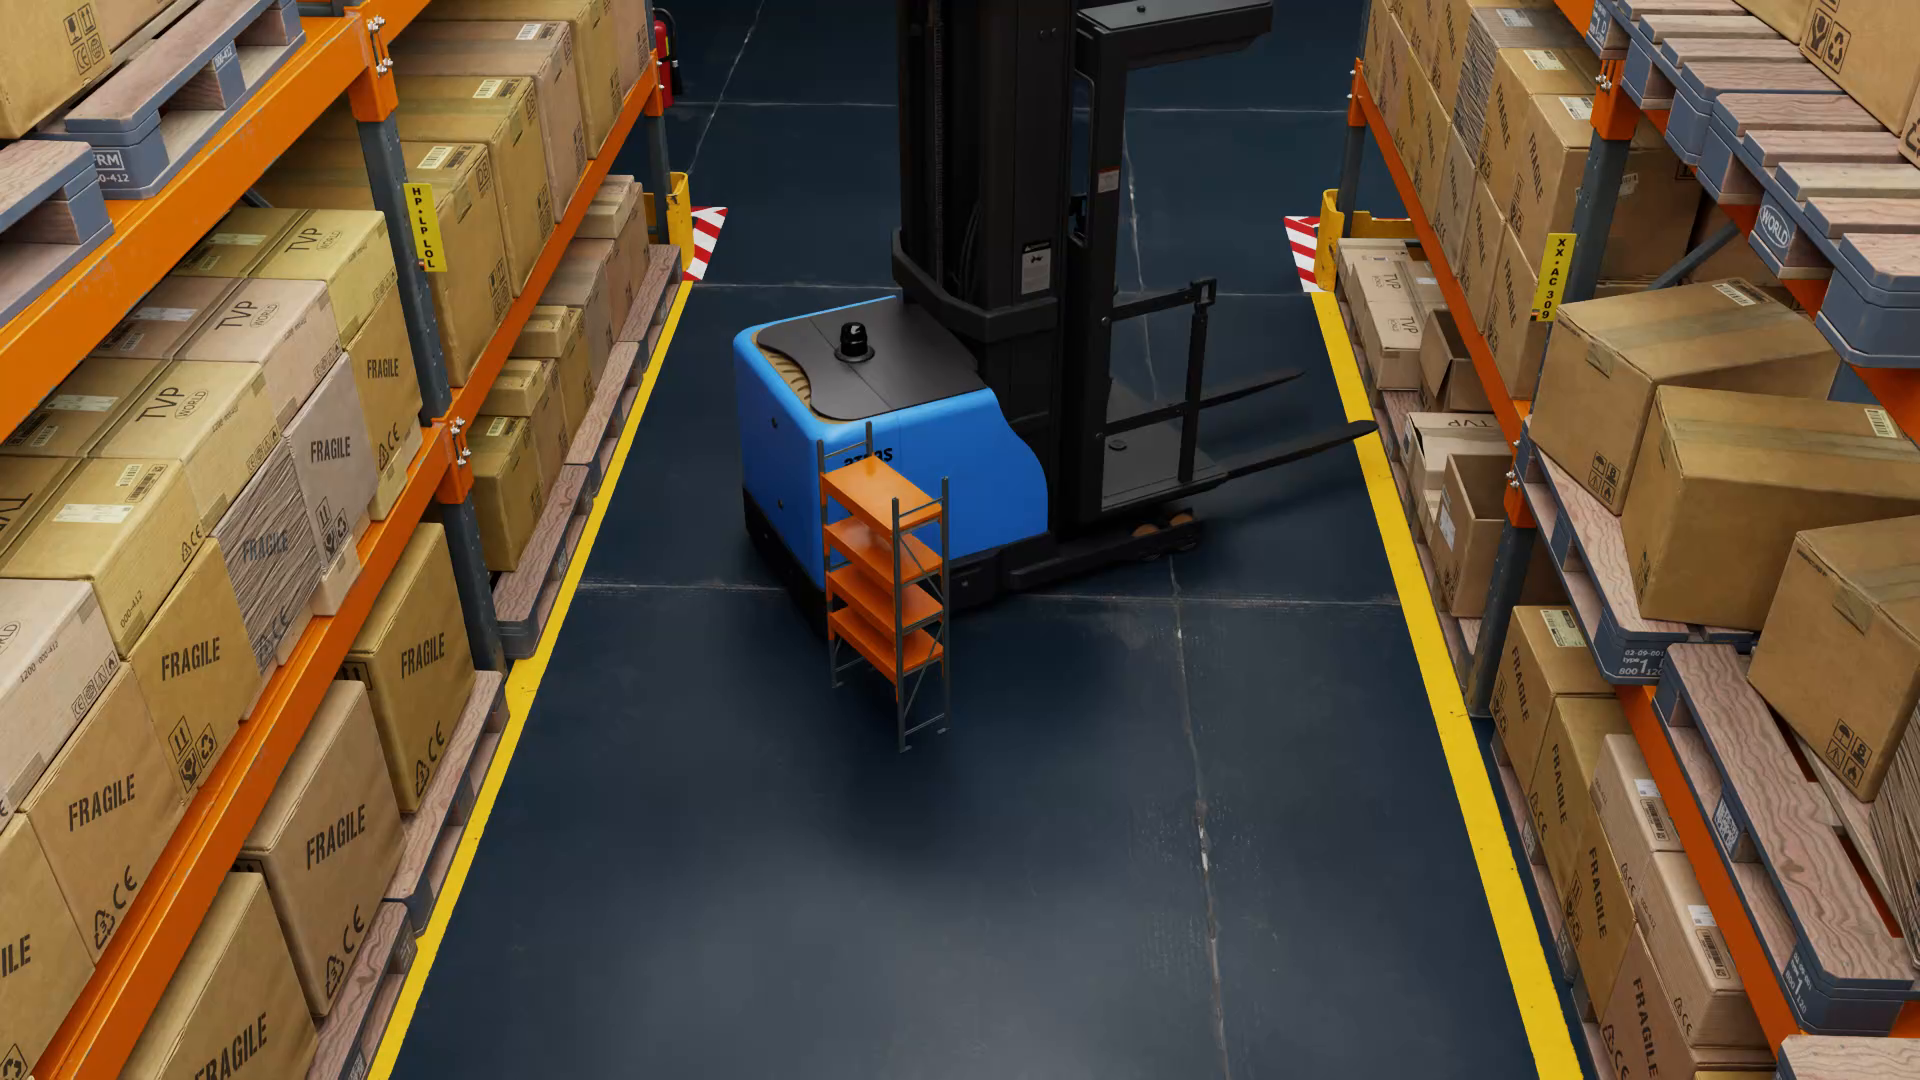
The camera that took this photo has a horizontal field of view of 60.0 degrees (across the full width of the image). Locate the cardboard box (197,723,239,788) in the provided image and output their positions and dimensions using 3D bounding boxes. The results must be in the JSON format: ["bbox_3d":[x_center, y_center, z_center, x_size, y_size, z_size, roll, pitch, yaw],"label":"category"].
[{"bbox_3d":[-2.236,0.536,4.579,0.380,0.149,0.250,2,35,3],"label":"cardboard box"}]

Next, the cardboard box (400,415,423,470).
[{"bbox_3d":[-2.119,-0.345,5.833,0.380,0.149,0.250,2,35,2],"label":"cardboard box"}]

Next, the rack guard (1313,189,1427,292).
[{"bbox_3d":[2.719,-1.760,9.819,1.175,0.500,0.348,1,35,2],"label":"rack guard"}]

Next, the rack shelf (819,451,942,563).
[{"bbox_3d":[-0.288,-0.127,6.204,0.258,0.148,0.480,-23,41,-29],"label":"rack shelf"}]

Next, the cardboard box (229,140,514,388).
[{"bbox_3d":[-2.350,-1.074,6.409,0.980,0.700,0.700,2,35,3],"label":"cardboard box"}]

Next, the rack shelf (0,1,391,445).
[{"bbox_3d":[-2.469,-0.424,3.762,1.077,0.370,4.000,1,35,2],"label":"rack shelf"}]

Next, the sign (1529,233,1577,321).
[{"bbox_3d":[2.019,-0.890,5.655,0.100,0.325,0.005,1,35,2],"label":"sign"}]

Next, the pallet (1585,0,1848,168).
[{"bbox_3d":[2.465,-1.305,4.553,1.213,0.211,1.003,1,35,2],"label":"pallet"}]

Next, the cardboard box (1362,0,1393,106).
[{"bbox_3d":[2.441,-2.618,8.780,0.500,0.500,0.500,2,35,3],"label":"cardboard box"}]

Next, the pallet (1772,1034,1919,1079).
[{"bbox_3d":[2.358,1.457,3.234,1.213,0.211,1.003,1,35,2],"label":"pallet"}]

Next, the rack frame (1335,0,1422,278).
[{"bbox_3d":[2.722,-2.826,9.163,1.000,3.000,0.127,1,35,2],"label":"rack frame"}]

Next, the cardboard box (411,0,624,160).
[{"bbox_3d":[-2.256,-2.350,8.224,0.980,0.700,0.700,1,35,2],"label":"cardboard box"}]

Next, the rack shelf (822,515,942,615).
[{"bbox_3d":[-0.288,0.066,6.340,0.258,0.148,0.480,-23,41,-29],"label":"rack shelf"}]

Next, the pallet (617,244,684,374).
[{"bbox_3d":[-2.181,-1.336,9.468,1.003,0.211,1.213,1,35,2],"label":"pallet"}]

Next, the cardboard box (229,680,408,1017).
[{"bbox_3d":[-2.317,0.955,5.287,0.750,0.750,0.750,2,35,3],"label":"cardboard box"}]

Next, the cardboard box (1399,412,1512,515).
[{"bbox_3d":[2.331,-0.373,7.628,0.500,0.311,0.500,1,35,2],"label":"cardboard box"}]

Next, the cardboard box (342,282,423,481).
[{"bbox_3d":[-2.155,-0.540,5.547,0.500,0.500,0.500,1,35,1],"label":"cardboard box"}]

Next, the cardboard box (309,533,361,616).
[{"bbox_3d":[-2.113,0.101,5.198,0.380,0.149,0.250,1,35,2],"label":"cardboard box"}]

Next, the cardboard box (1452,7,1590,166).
[{"bbox_3d":[2.362,-1.859,6.829,0.500,0.500,0.500,2,35,2],"label":"cardboard box"}]

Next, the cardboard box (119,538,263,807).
[{"bbox_3d":[-2.209,0.329,4.311,0.500,0.500,0.500,2,35,3],"label":"cardboard box"}]

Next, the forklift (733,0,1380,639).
[{"bbox_3d":[0.558,-1.359,7.135,3.031,2.935,1.130,-16,38,-21],"label":"forklift"}]

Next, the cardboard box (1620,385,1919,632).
[{"bbox_3d":[2.355,-0.077,4.799,0.700,0.500,0.500,7,36,9],"label":"cardboard box"}]

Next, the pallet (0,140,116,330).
[{"bbox_3d":[-2.534,-0.506,3.417,1.003,0.211,1.213,3,35,4],"label":"pallet"}]

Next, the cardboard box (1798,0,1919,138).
[{"bbox_3d":[2.464,-1.337,3.896,0.600,0.600,0.600,1,35,1],"label":"cardboard box"}]

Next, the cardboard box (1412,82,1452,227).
[{"bbox_3d":[2.381,-1.746,7.539,0.500,0.500,0.500,2,35,3],"label":"cardboard box"}]

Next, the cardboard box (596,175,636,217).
[{"bbox_3d":[-1.979,-1.871,9.047,0.380,0.149,0.250,1,35,1],"label":"cardboard box"}]

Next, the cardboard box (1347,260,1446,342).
[{"bbox_3d":[2.397,-1.288,8.983,0.500,0.250,0.500,1,35,2],"label":"cardboard box"}]

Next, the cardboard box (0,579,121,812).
[{"bbox_3d":[-2.236,0.329,3.658,0.500,0.250,0.500,2,35,2],"label":"cardboard box"}]

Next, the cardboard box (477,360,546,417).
[{"bbox_3d":[-2.060,-0.675,7.346,0.380,0.149,0.250,2,35,3],"label":"cardboard box"}]

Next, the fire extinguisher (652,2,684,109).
[{"bbox_3d":[-1.760,-2.830,9.560,0.296,0.674,0.183,1,35,2],"label":"fire extinguisher"}]

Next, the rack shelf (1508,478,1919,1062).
[{"bbox_3d":[2.481,0.915,4.465,1.077,0.370,4.000,1,35,2],"label":"rack shelf"}]

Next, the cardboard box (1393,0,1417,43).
[{"bbox_3d":[2.428,-2.727,8.065,0.500,0.500,0.500,2,35,2],"label":"cardboard box"}]

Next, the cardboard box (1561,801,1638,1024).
[{"bbox_3d":[2.261,1.181,5.253,0.500,0.500,0.500,2,35,2],"label":"cardboard box"}]

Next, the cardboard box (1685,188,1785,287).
[{"bbox_3d":[2.862,-1.242,5.952,0.500,0.500,0.500,2,35,3],"label":"cardboard box"}]

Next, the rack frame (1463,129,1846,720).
[{"bbox_3d":[2.562,-0.528,5.893,1.000,3.000,0.127,1,35,2],"label":"rack frame"}]

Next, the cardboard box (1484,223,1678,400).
[{"bbox_3d":[2.325,-0.862,6.281,0.500,0.500,0.500,2,35,3],"label":"cardboard box"}]

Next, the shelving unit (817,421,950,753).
[{"bbox_3d":[-0.288,0.194,6.430,0.258,1.200,0.503,-23,41,-29],"label":"shelving unit"}]

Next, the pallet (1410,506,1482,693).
[{"bbox_3d":[2.590,0.218,7.256,1.003,0.211,1.213,1,35,2],"label":"pallet"}]

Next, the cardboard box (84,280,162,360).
[{"bbox_3d":[-2.681,-0.559,4.921,0.500,0.250,0.500,2,35,2],"label":"cardboard box"}]

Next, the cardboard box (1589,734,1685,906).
[{"bbox_3d":[2.259,0.855,5.064,0.500,0.250,0.500,1,35,2],"label":"cardboard box"}]

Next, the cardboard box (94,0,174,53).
[{"bbox_3d":[-2.533,-1.585,4.319,0.700,0.500,0.500,0,35,-1],"label":"cardboard box"}]

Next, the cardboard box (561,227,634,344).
[{"bbox_3d":[-2.176,-1.396,8.936,0.700,0.500,0.500,1,35,2],"label":"cardboard box"}]

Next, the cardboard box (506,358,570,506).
[{"bbox_3d":[-2.232,-0.505,7.669,0.700,0.500,0.500,1,35,1],"label":"cardboard box"}]
